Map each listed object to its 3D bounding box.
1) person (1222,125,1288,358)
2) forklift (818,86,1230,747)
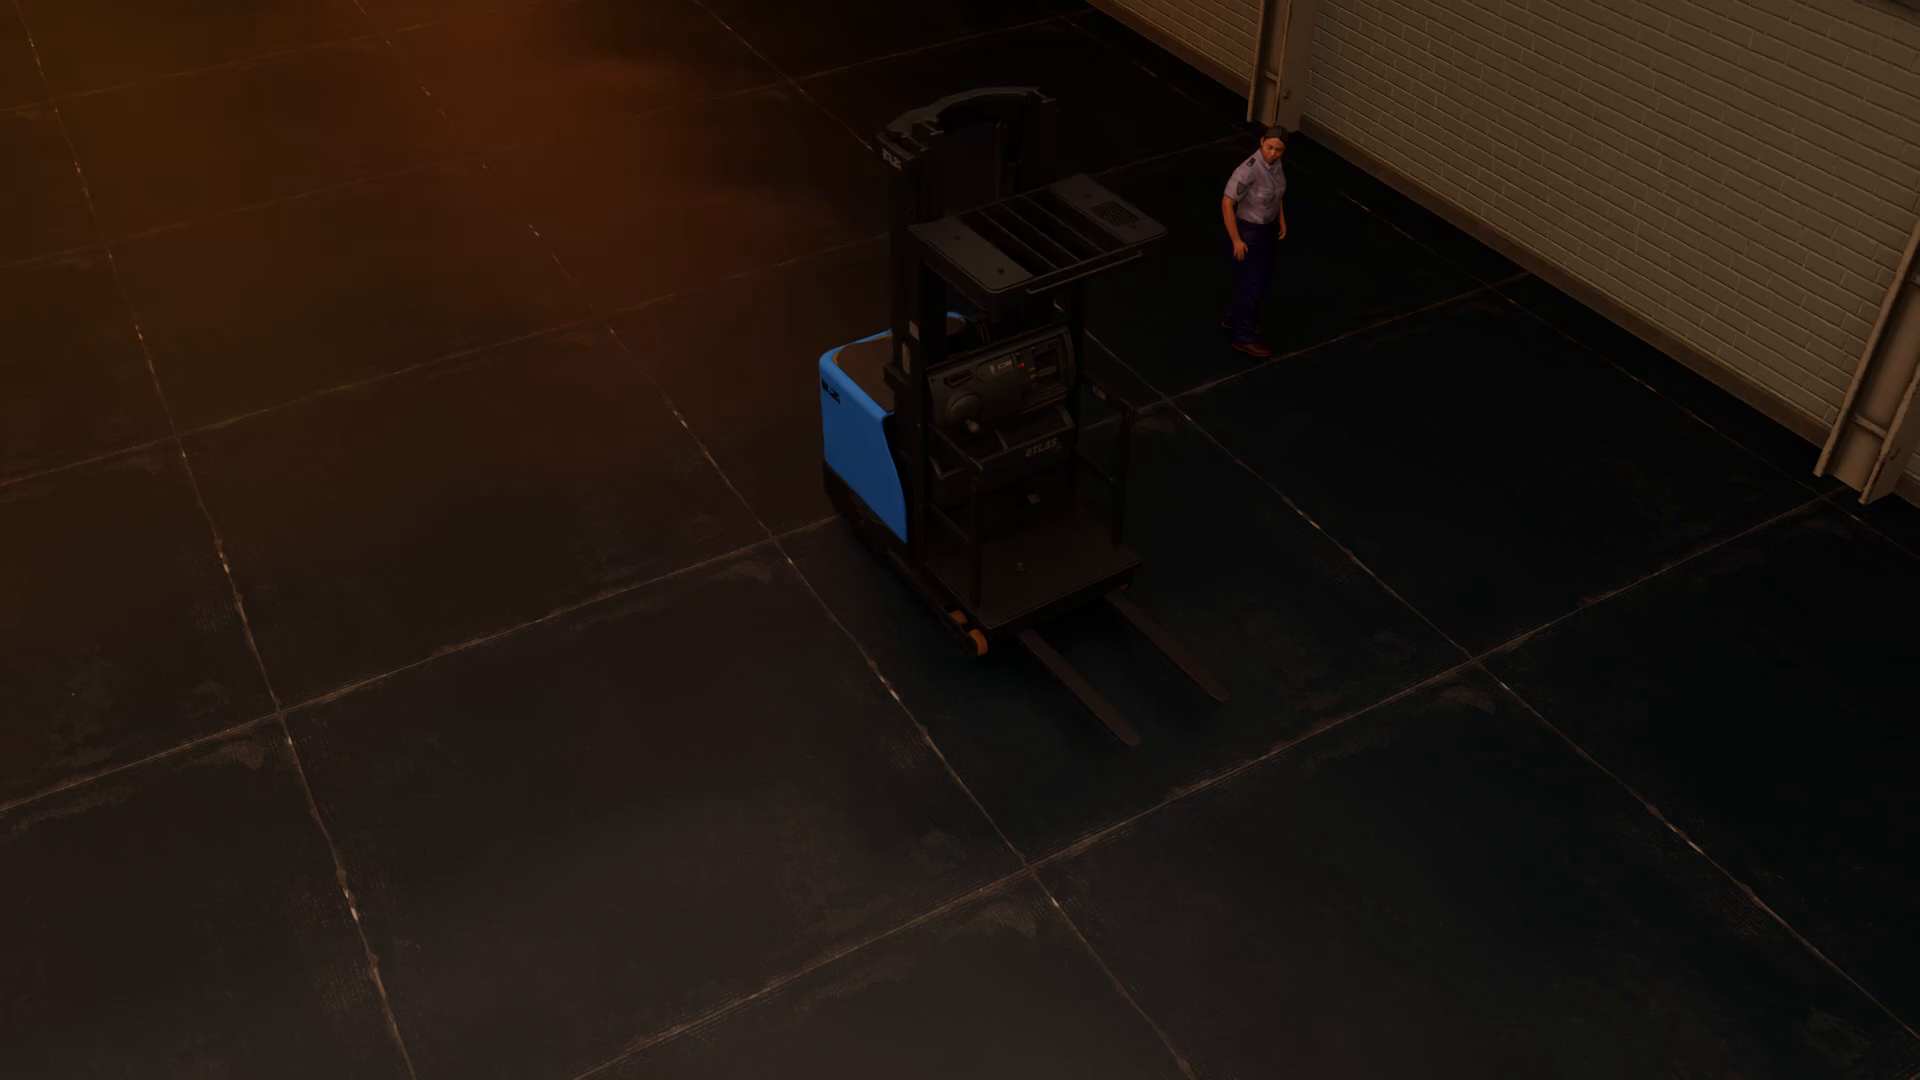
[{"bbox_3d":[2.115,-2.105,11.595,0.484,1.634,0.686,22,44,24],"label":"person"},{"bbox_3d":[0.355,-0.802,9.003,1.130,2.935,3.031,-23,45,-25],"label":"forklift"}]
